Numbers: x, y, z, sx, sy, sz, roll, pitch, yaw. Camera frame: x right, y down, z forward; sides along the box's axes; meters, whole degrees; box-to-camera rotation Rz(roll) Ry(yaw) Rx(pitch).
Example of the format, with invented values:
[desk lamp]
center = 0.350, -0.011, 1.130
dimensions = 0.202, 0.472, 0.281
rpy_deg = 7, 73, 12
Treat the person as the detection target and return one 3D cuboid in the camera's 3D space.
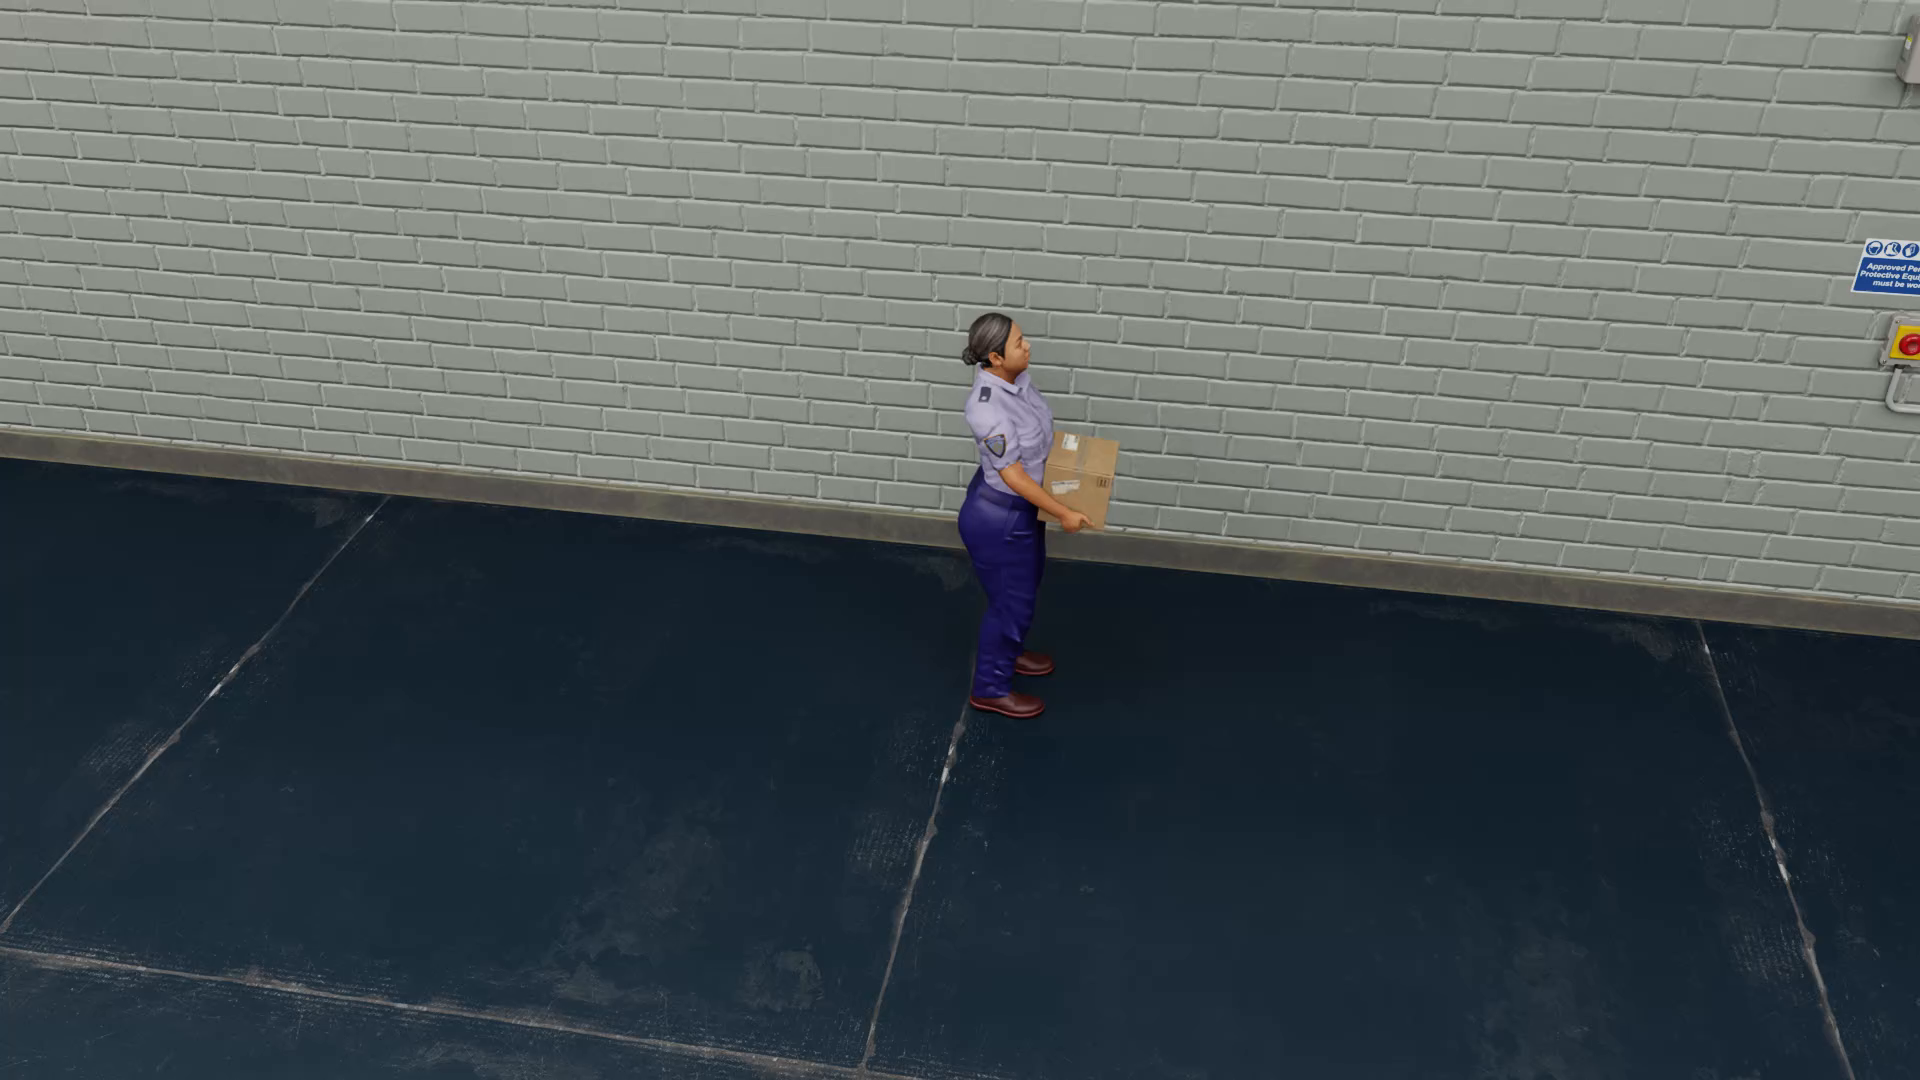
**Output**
[person]
center = 0.262, -0.093, 6.308
dimensions = 0.516, 1.634, 0.452
rpy_deg = 5, 33, 8
